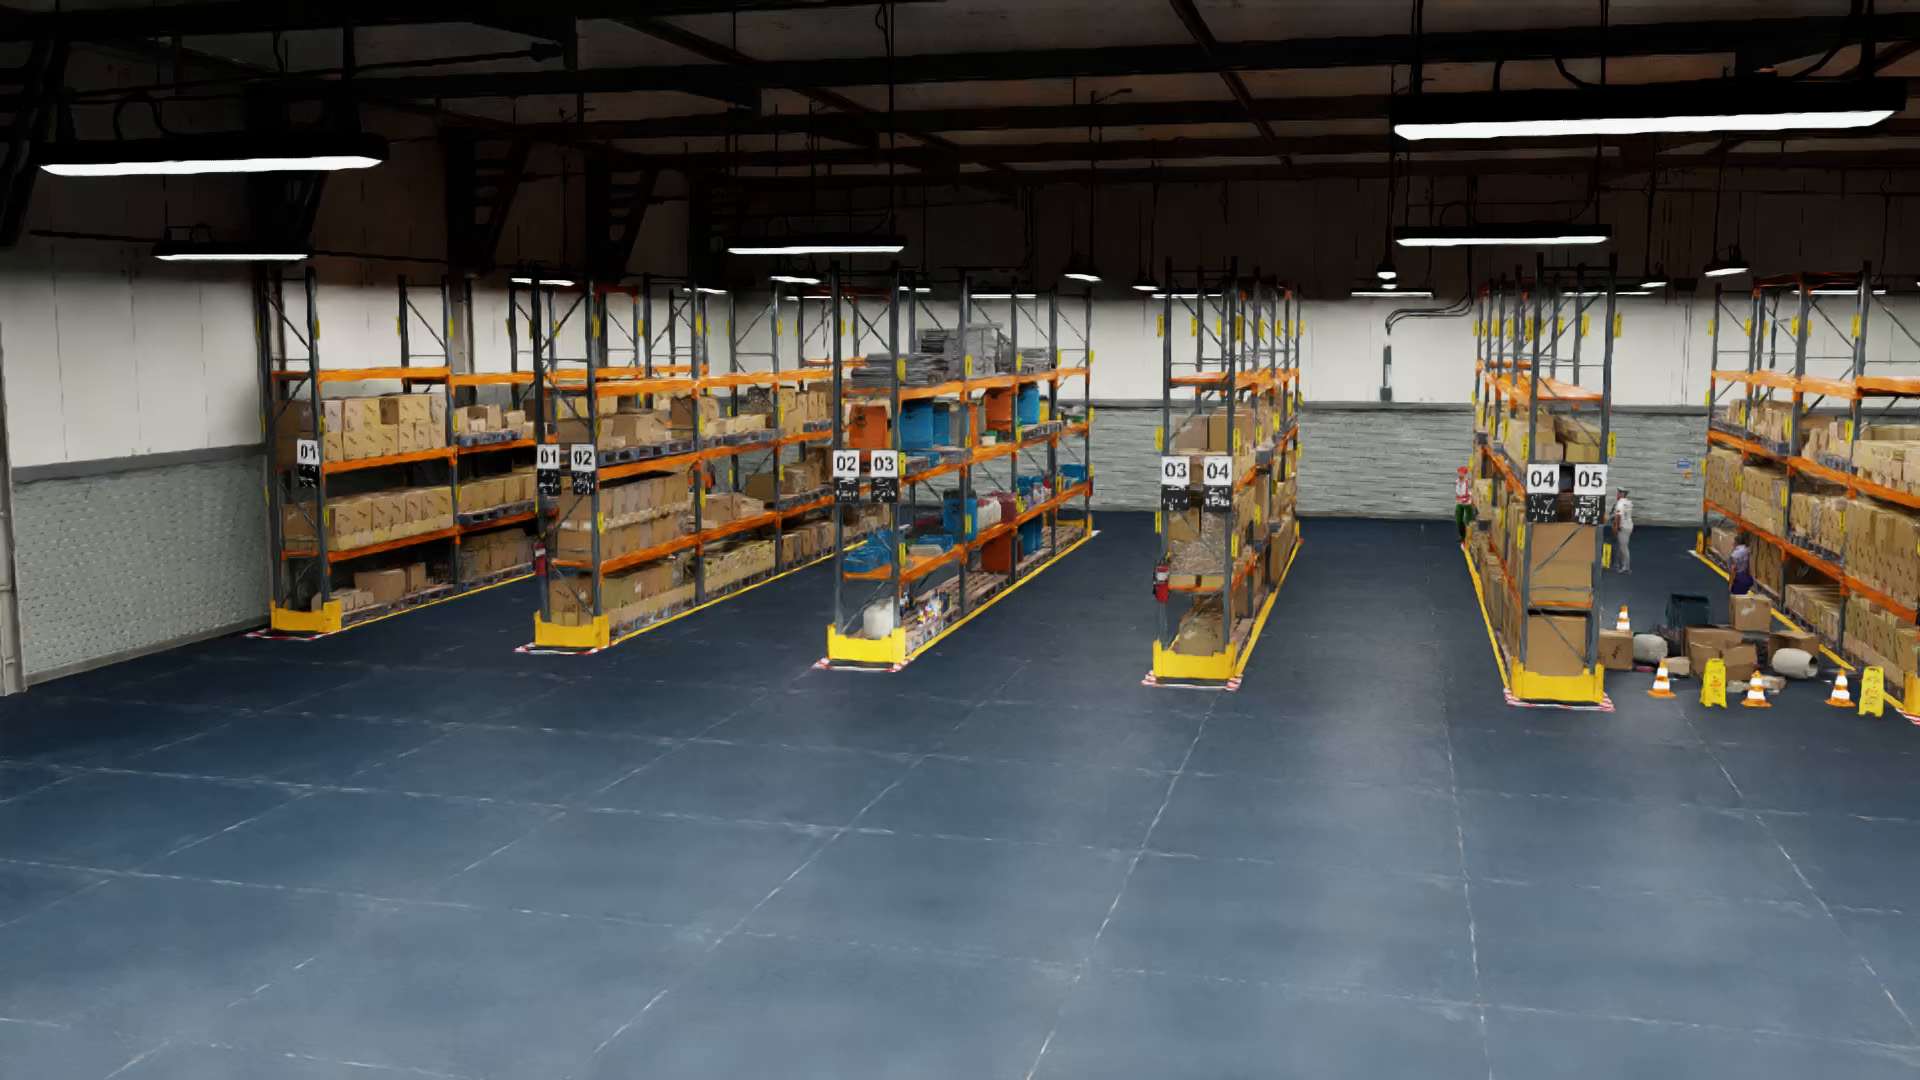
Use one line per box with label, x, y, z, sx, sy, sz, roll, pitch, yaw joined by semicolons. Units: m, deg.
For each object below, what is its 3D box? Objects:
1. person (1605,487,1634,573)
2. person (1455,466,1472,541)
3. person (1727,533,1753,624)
person;13.588;-0.219;34.245;0.594;1.746;0.668;6;9;38
person;12.009;-0.872;39.424;0.576;1.775;0.582;-6;9;-40
person;12.842;0.704;27.493;0.567;1.624;0.612;6;10;40
